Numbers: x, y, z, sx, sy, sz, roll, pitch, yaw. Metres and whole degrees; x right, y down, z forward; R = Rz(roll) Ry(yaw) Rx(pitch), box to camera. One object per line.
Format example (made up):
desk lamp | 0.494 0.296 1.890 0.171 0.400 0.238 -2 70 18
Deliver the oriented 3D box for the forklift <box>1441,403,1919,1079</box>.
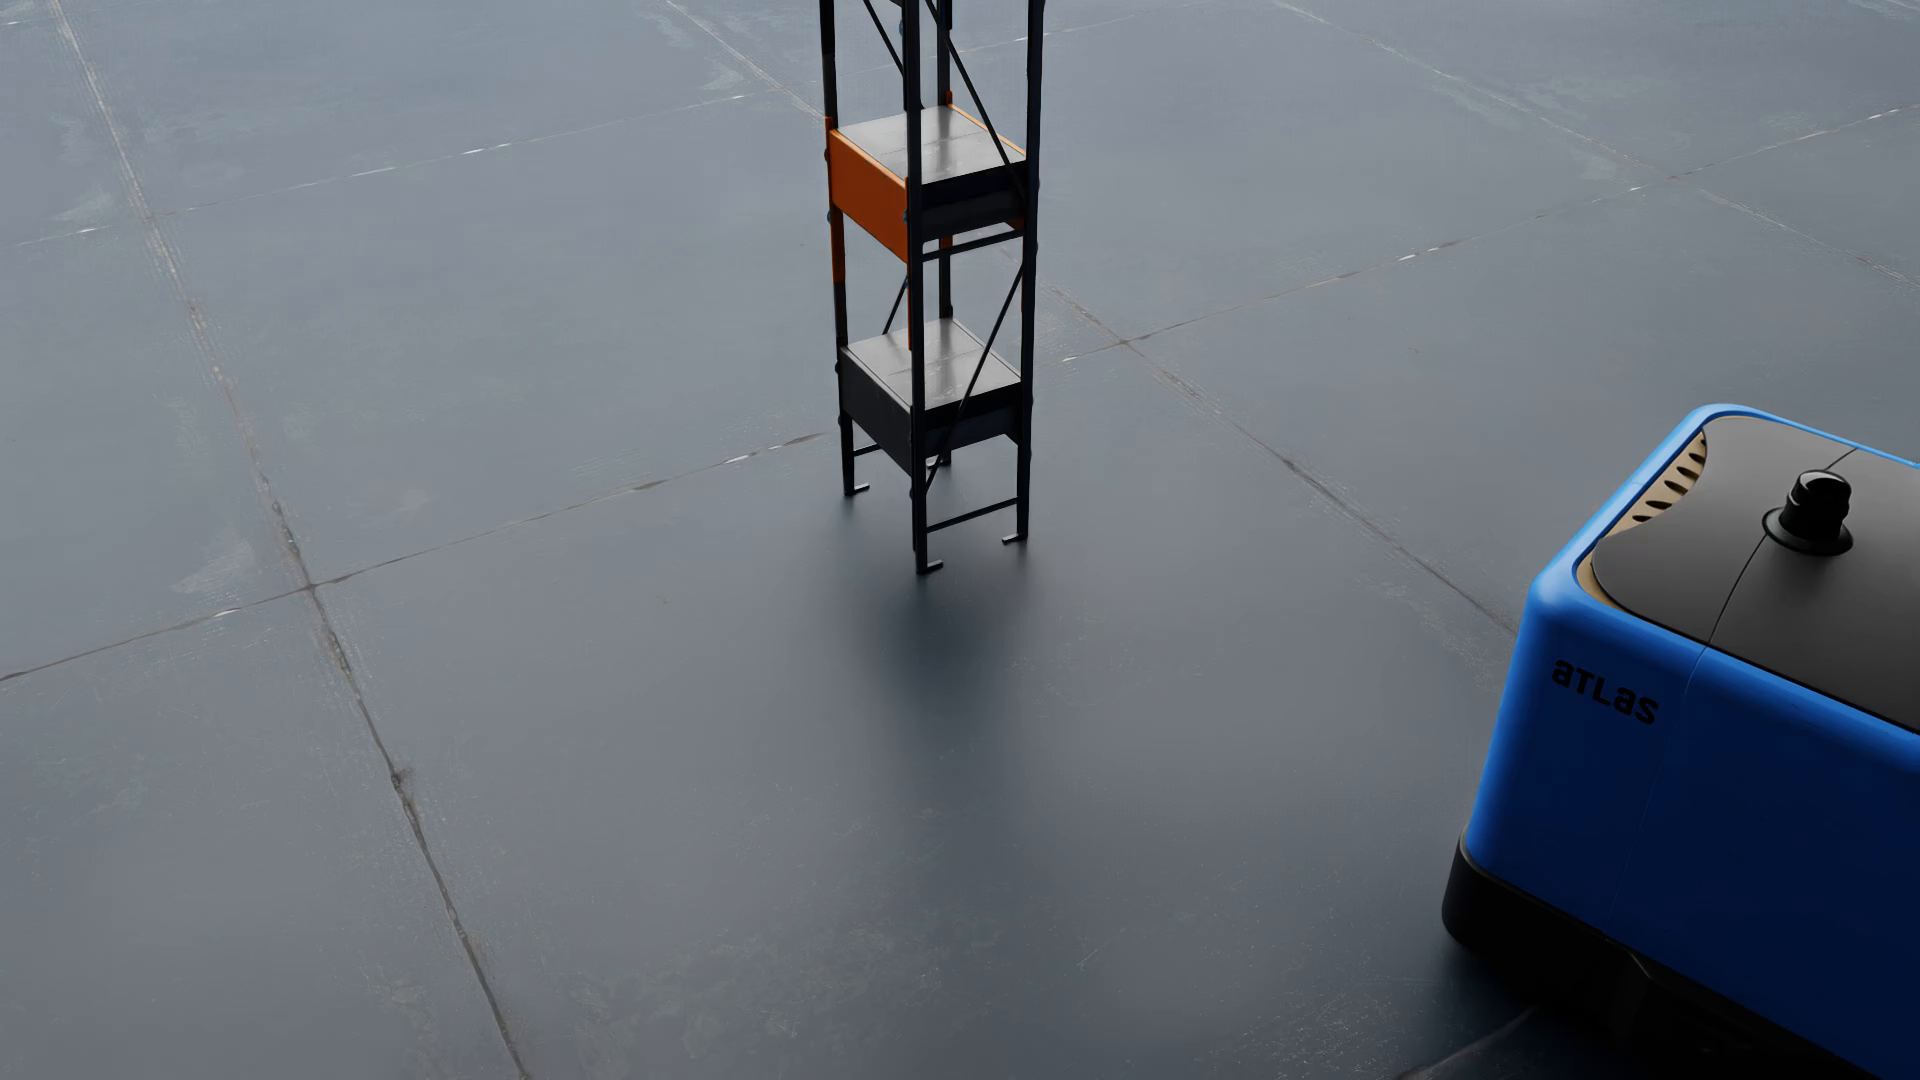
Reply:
forklift | 2.582 0.119 2.603 3.031 2.935 1.130 27 44 32

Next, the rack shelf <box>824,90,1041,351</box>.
rack shelf | -0.083 -0.921 4.754 0.431 0.518 0.480 -19 40 -24

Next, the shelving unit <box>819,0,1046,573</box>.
shelving unit | -0.083 -0.932 4.746 0.431 2.100 0.503 -19 40 -24

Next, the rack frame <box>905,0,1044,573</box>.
rack frame | 0.039 -0.808 4.576 0.400 2.100 0.015 -19 40 -24

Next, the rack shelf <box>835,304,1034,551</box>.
rack shelf | -0.083 -0.356 5.167 0.431 0.518 0.480 -19 40 -24

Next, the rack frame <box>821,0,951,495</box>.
rack frame | -0.206 -1.057 4.917 0.400 2.100 0.015 -19 40 -24

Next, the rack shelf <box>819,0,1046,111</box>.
rack shelf | -0.083 -1.487 4.341 0.431 0.518 0.480 -19 40 -24
